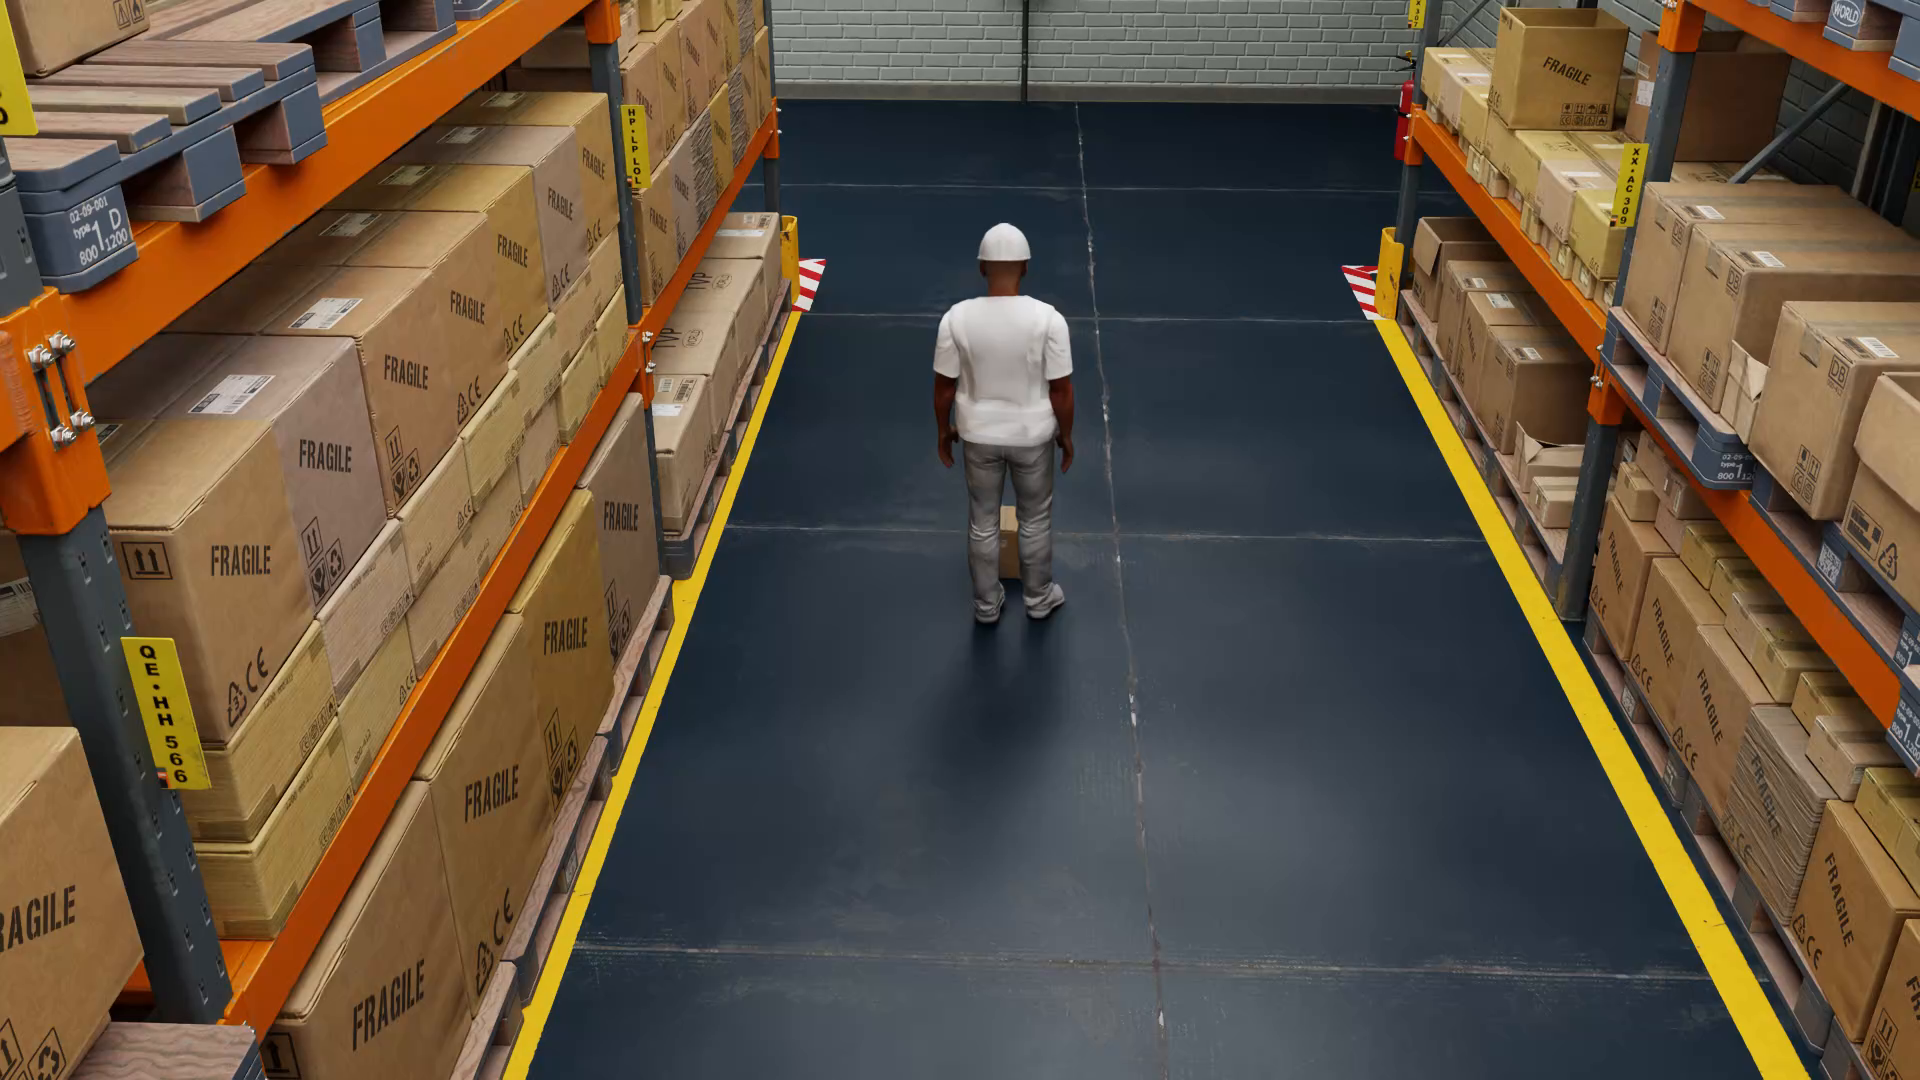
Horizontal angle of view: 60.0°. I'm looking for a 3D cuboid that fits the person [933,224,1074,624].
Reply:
[{"bbox_3d":[0.192,-0.466,6.950,0.582,1.785,0.471,4,28,7],"label":"person"}]
